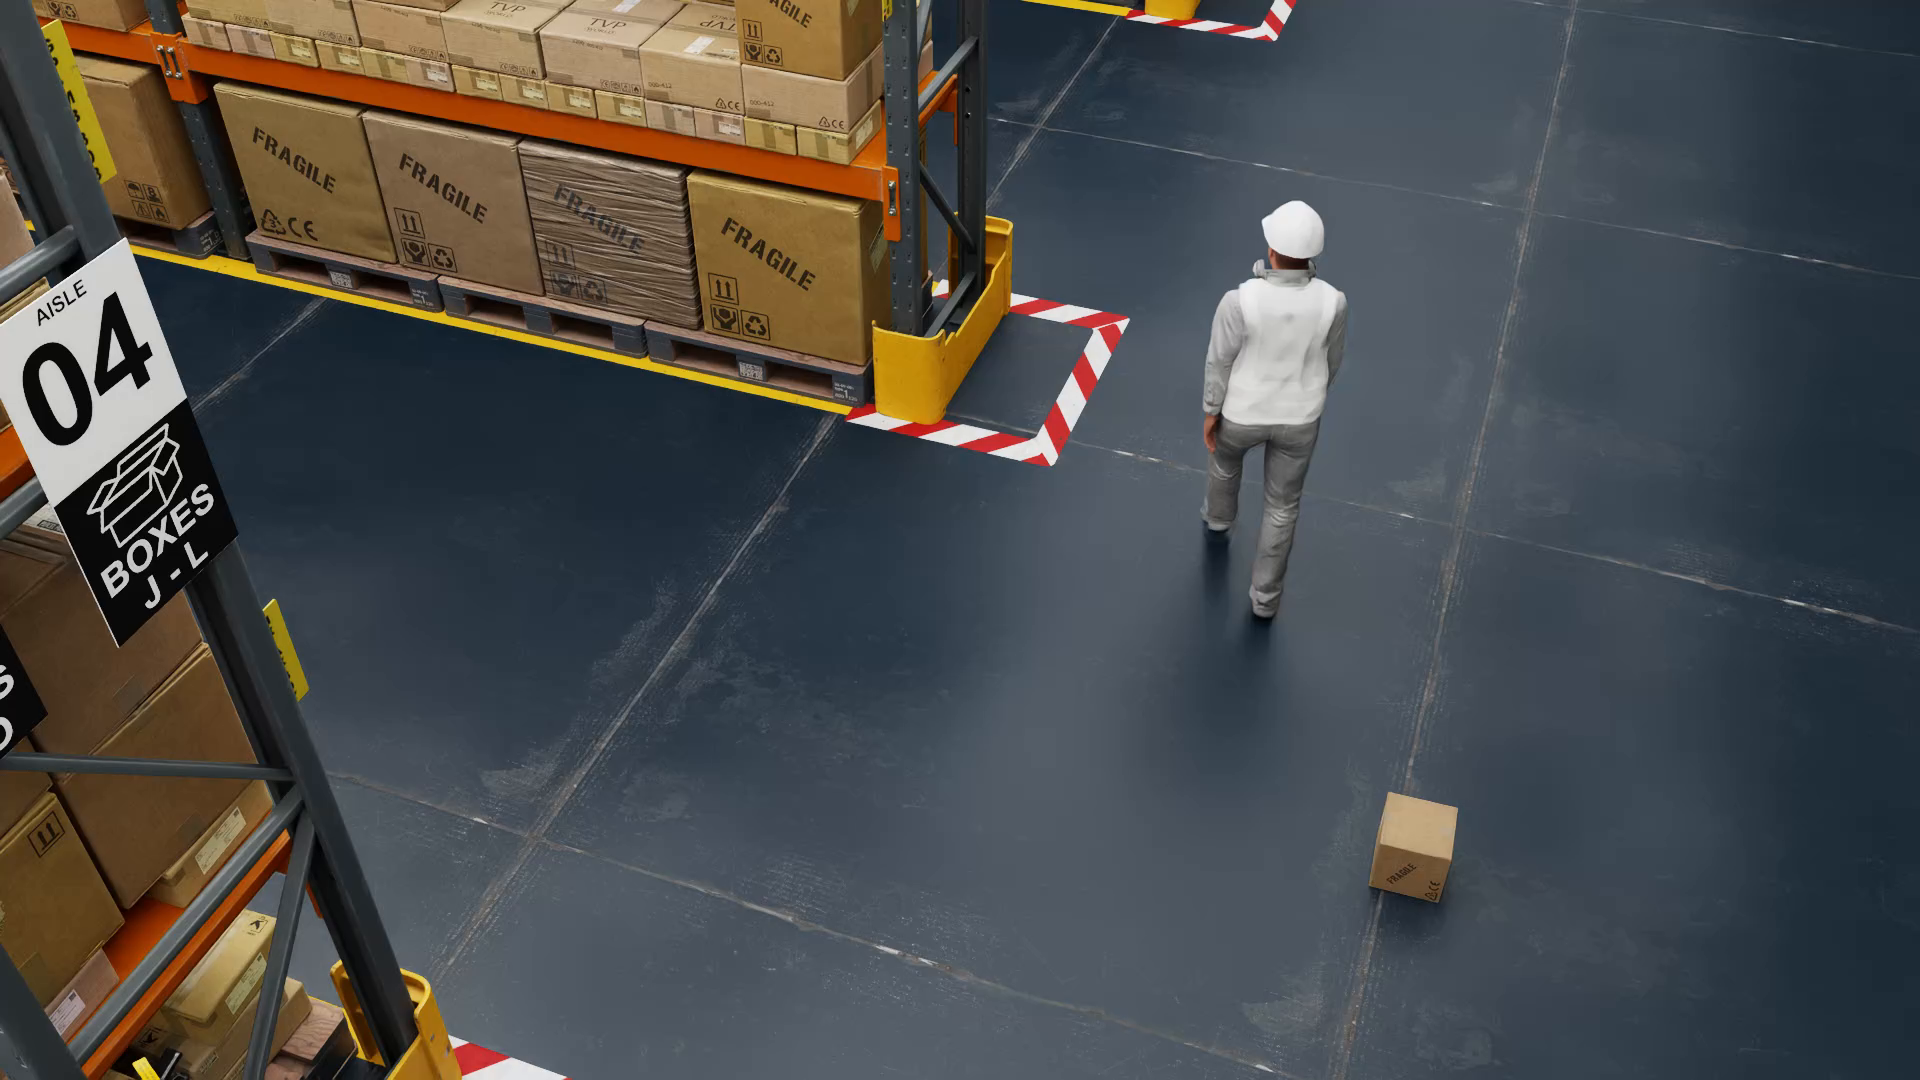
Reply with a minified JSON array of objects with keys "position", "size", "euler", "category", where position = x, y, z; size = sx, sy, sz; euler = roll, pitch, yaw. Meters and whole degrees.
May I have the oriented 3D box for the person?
[{"position":[1.256,-0.550,6.796],"size":[0.561,1.800,0.850],"euler":[3,41,3],"category":"person"}]
